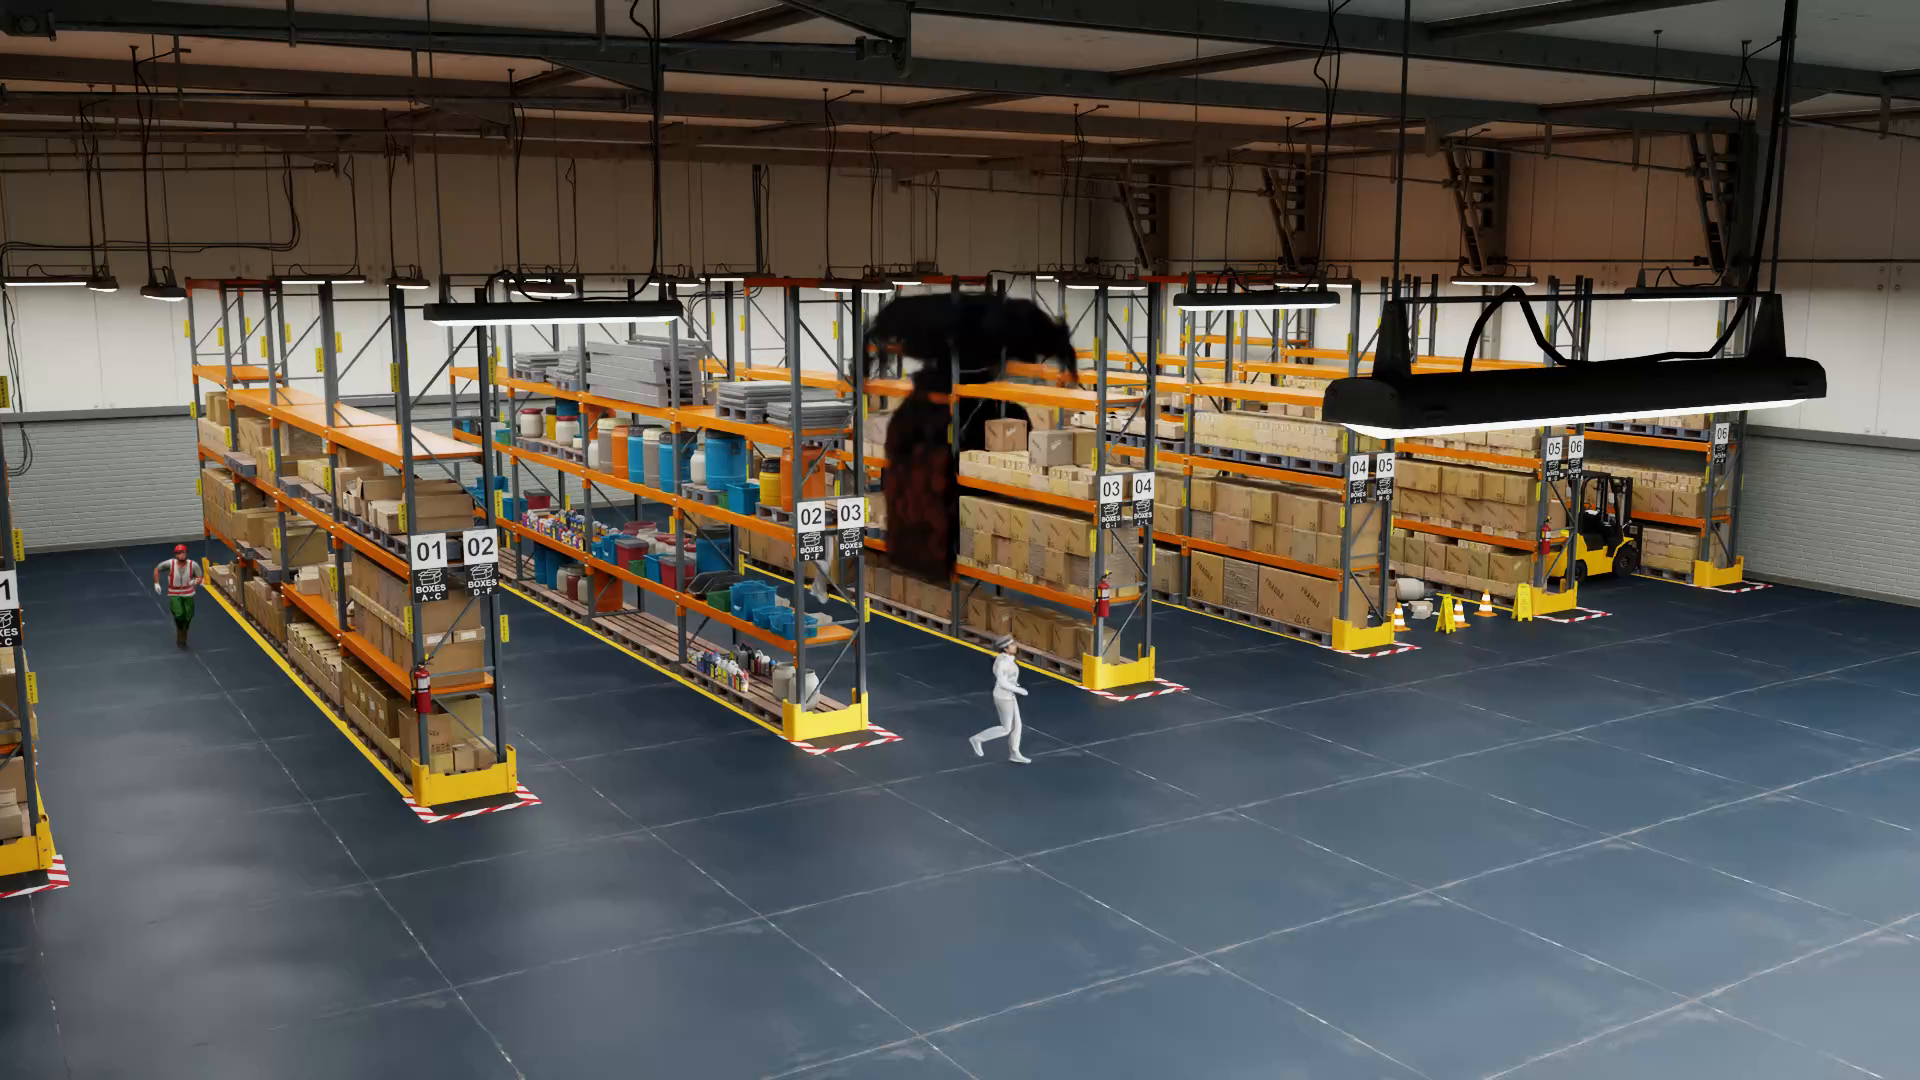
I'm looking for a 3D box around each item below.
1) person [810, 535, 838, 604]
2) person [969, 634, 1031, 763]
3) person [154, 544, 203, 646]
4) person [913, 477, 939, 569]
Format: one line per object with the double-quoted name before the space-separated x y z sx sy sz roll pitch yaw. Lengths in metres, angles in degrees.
"person" -2.448 0.336 29.642 0.749 1.624 0.853 -6 11 -30
"person" 0.516 2.010 21.108 0.791 1.696 0.625 0 10 1
"person" -12.745 0.924 27.203 0.707 1.727 0.740 -6 11 -31
"person" -0.757 -0.375 33.134 0.610 1.821 0.845 -6 11 -32
